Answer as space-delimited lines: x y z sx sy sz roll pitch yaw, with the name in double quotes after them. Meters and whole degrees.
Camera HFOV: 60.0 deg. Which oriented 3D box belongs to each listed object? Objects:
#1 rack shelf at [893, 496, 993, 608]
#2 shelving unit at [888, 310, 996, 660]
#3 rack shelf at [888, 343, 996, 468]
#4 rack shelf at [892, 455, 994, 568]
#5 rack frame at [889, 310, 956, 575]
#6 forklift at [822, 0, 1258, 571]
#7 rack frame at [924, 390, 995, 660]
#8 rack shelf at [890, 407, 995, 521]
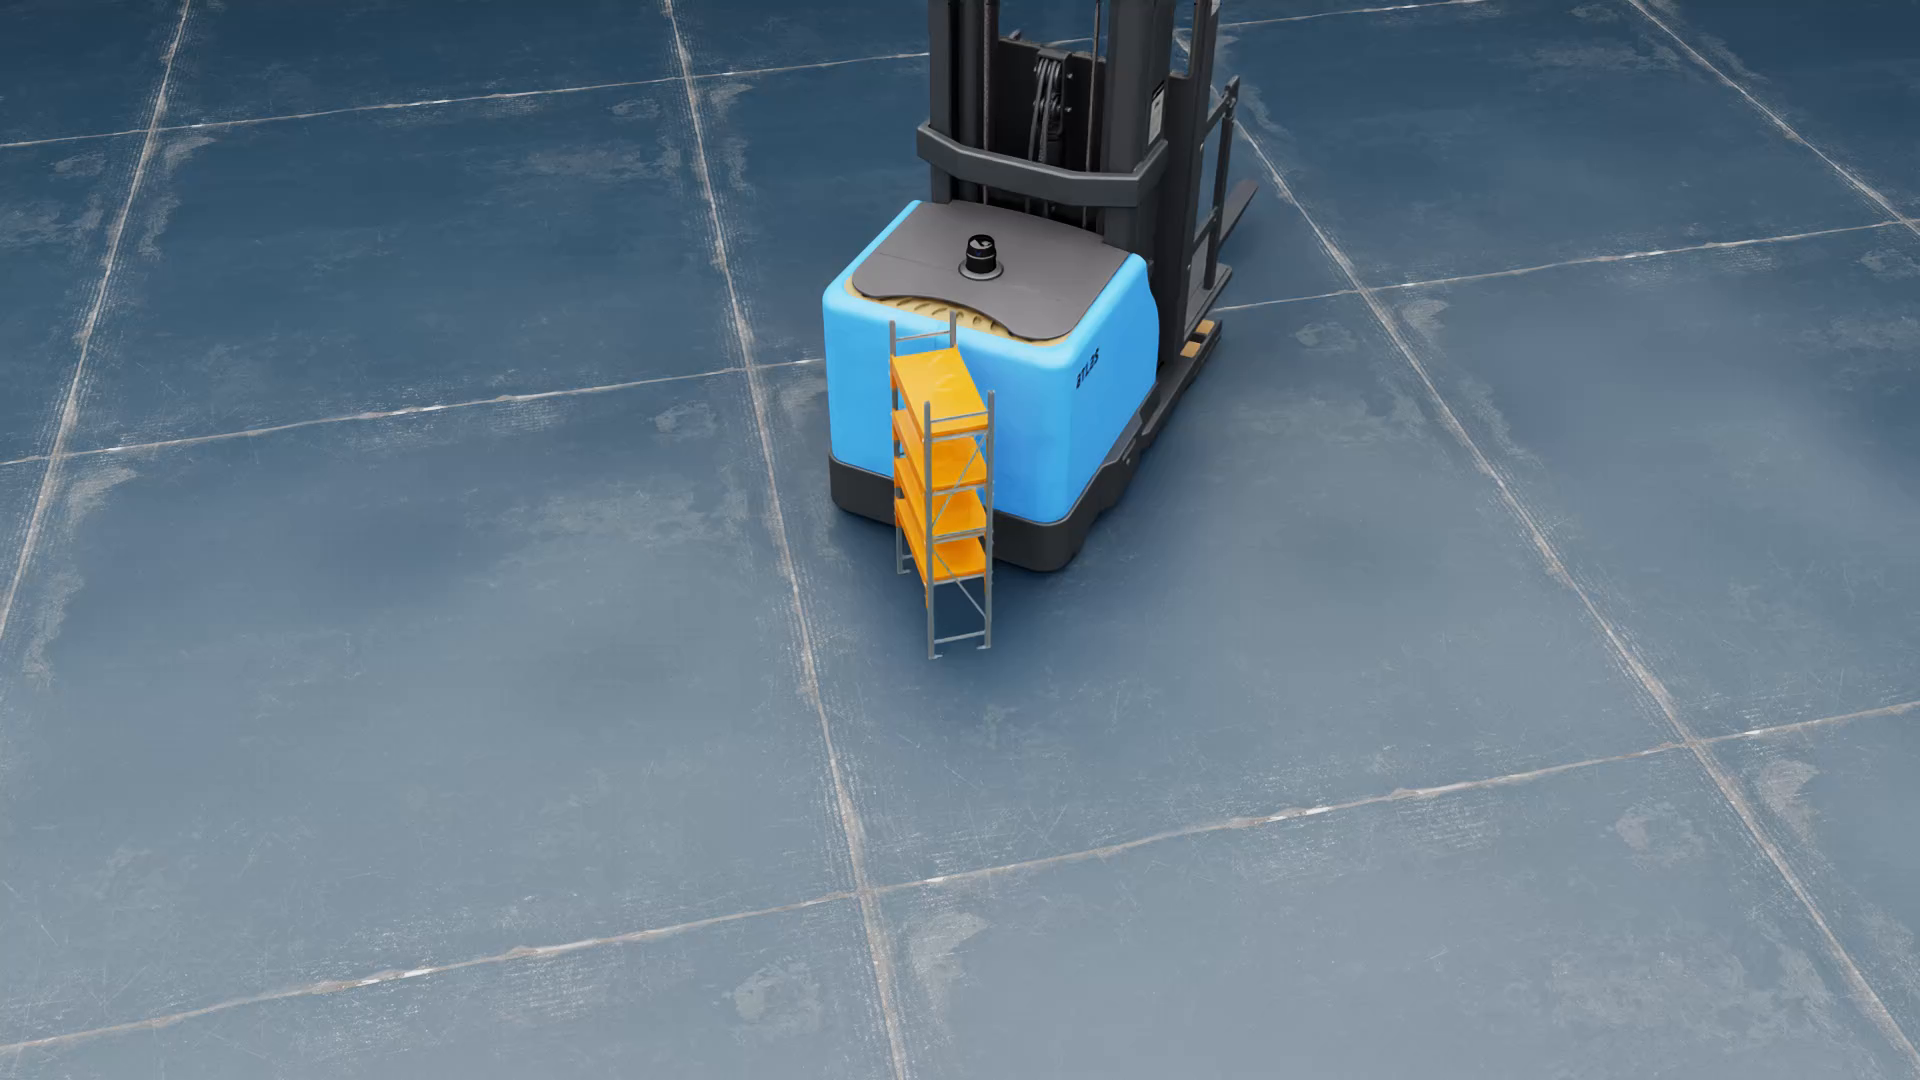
-0.066 0.020 6.224 0.258 0.148 0.480 -10 43 -11 "rack shelf"
-0.066 -0.179 6.047 0.258 1.200 0.503 -10 43 -11 "shelving unit"
-0.066 -0.473 5.787 0.258 0.148 0.480 -10 43 -11 "rack shelf"
-0.066 -0.128 6.092 0.258 0.148 0.480 -10 43 -11 "rack shelf"
-0.131 -0.335 6.223 0.240 1.200 0.015 -10 43 -11 "rack frame"
0.562 -1.952 6.741 1.130 2.935 3.031 18 45 19 "forklift"
-0.002 -0.023 5.872 0.240 1.200 0.015 -10 43 -11 "rack frame"
-0.066 -0.296 5.944 0.258 0.148 0.480 -10 43 -11 "rack shelf"
